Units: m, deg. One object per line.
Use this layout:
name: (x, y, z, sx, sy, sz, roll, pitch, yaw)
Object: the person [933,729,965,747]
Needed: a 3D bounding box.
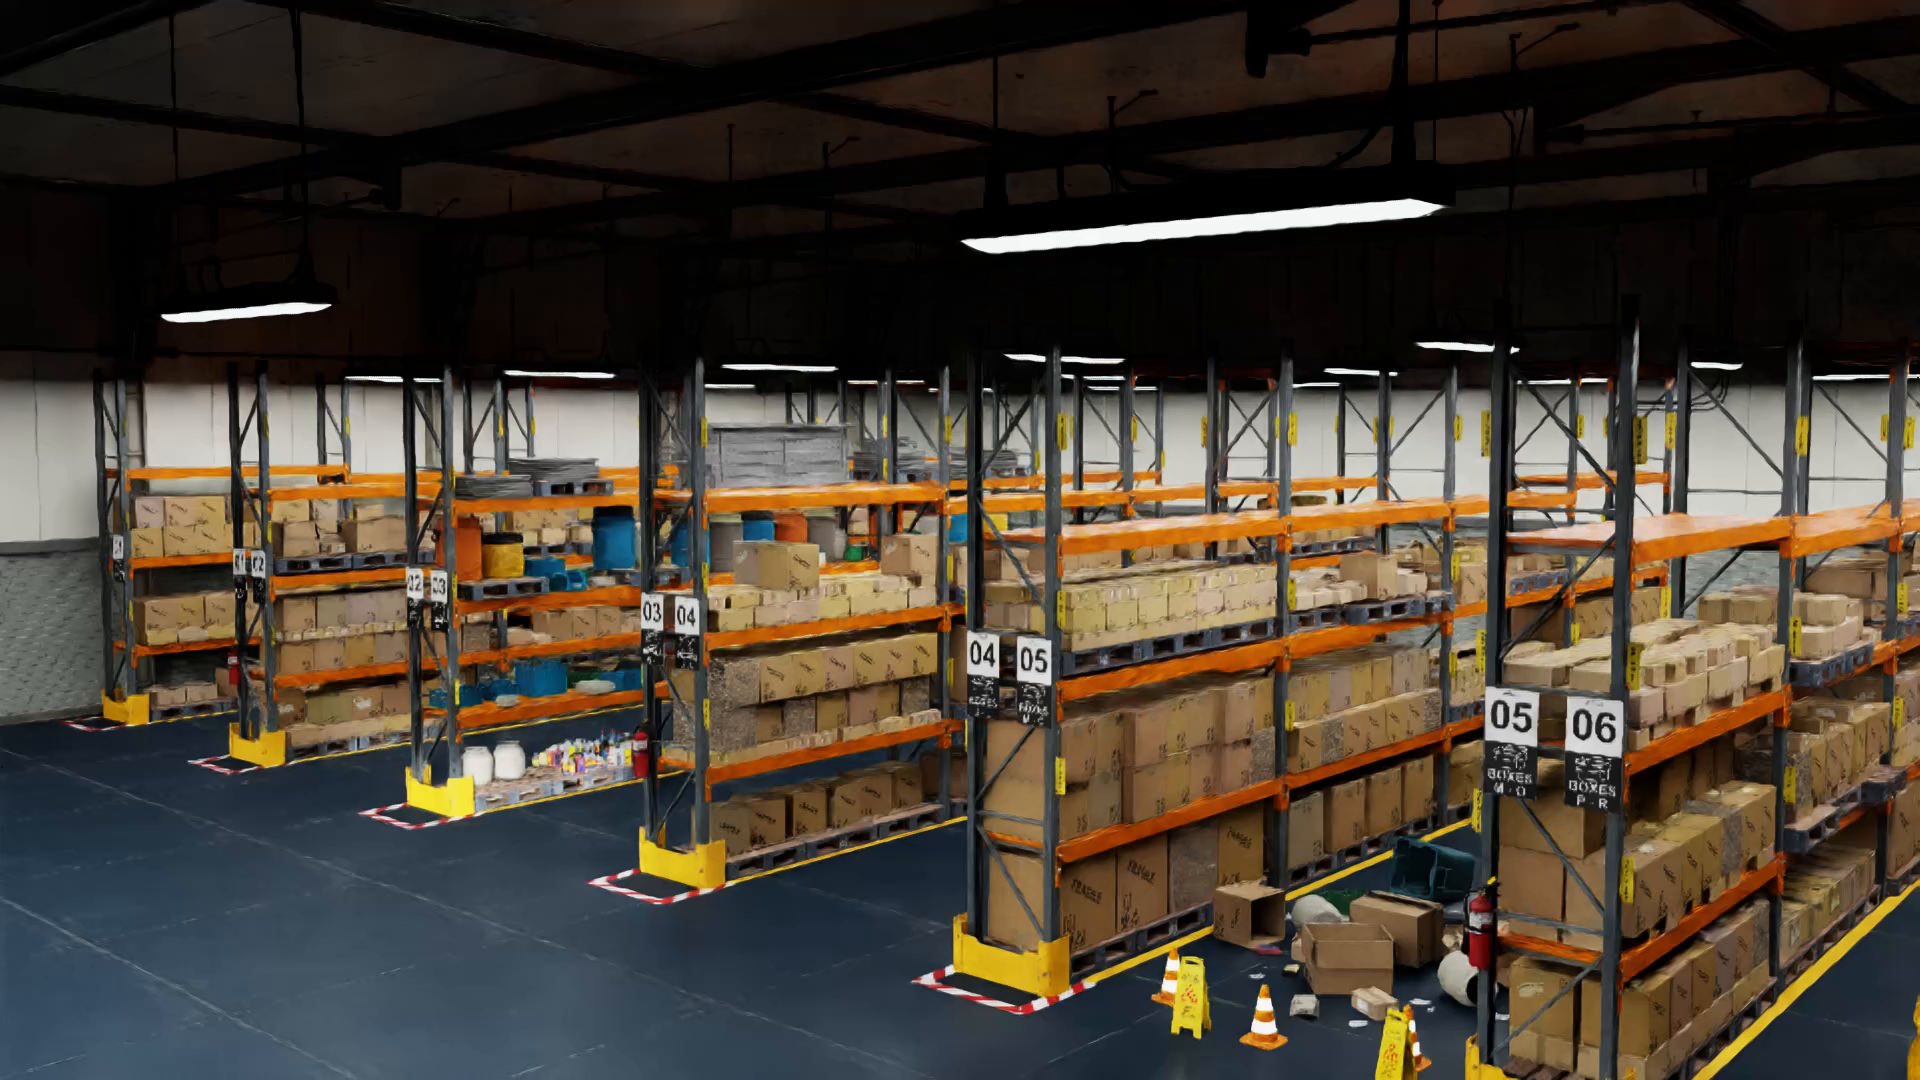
person: (-0.189, 2.413, 25.753, 0.702, 1.734, 0.549, 3, 5, 39)
